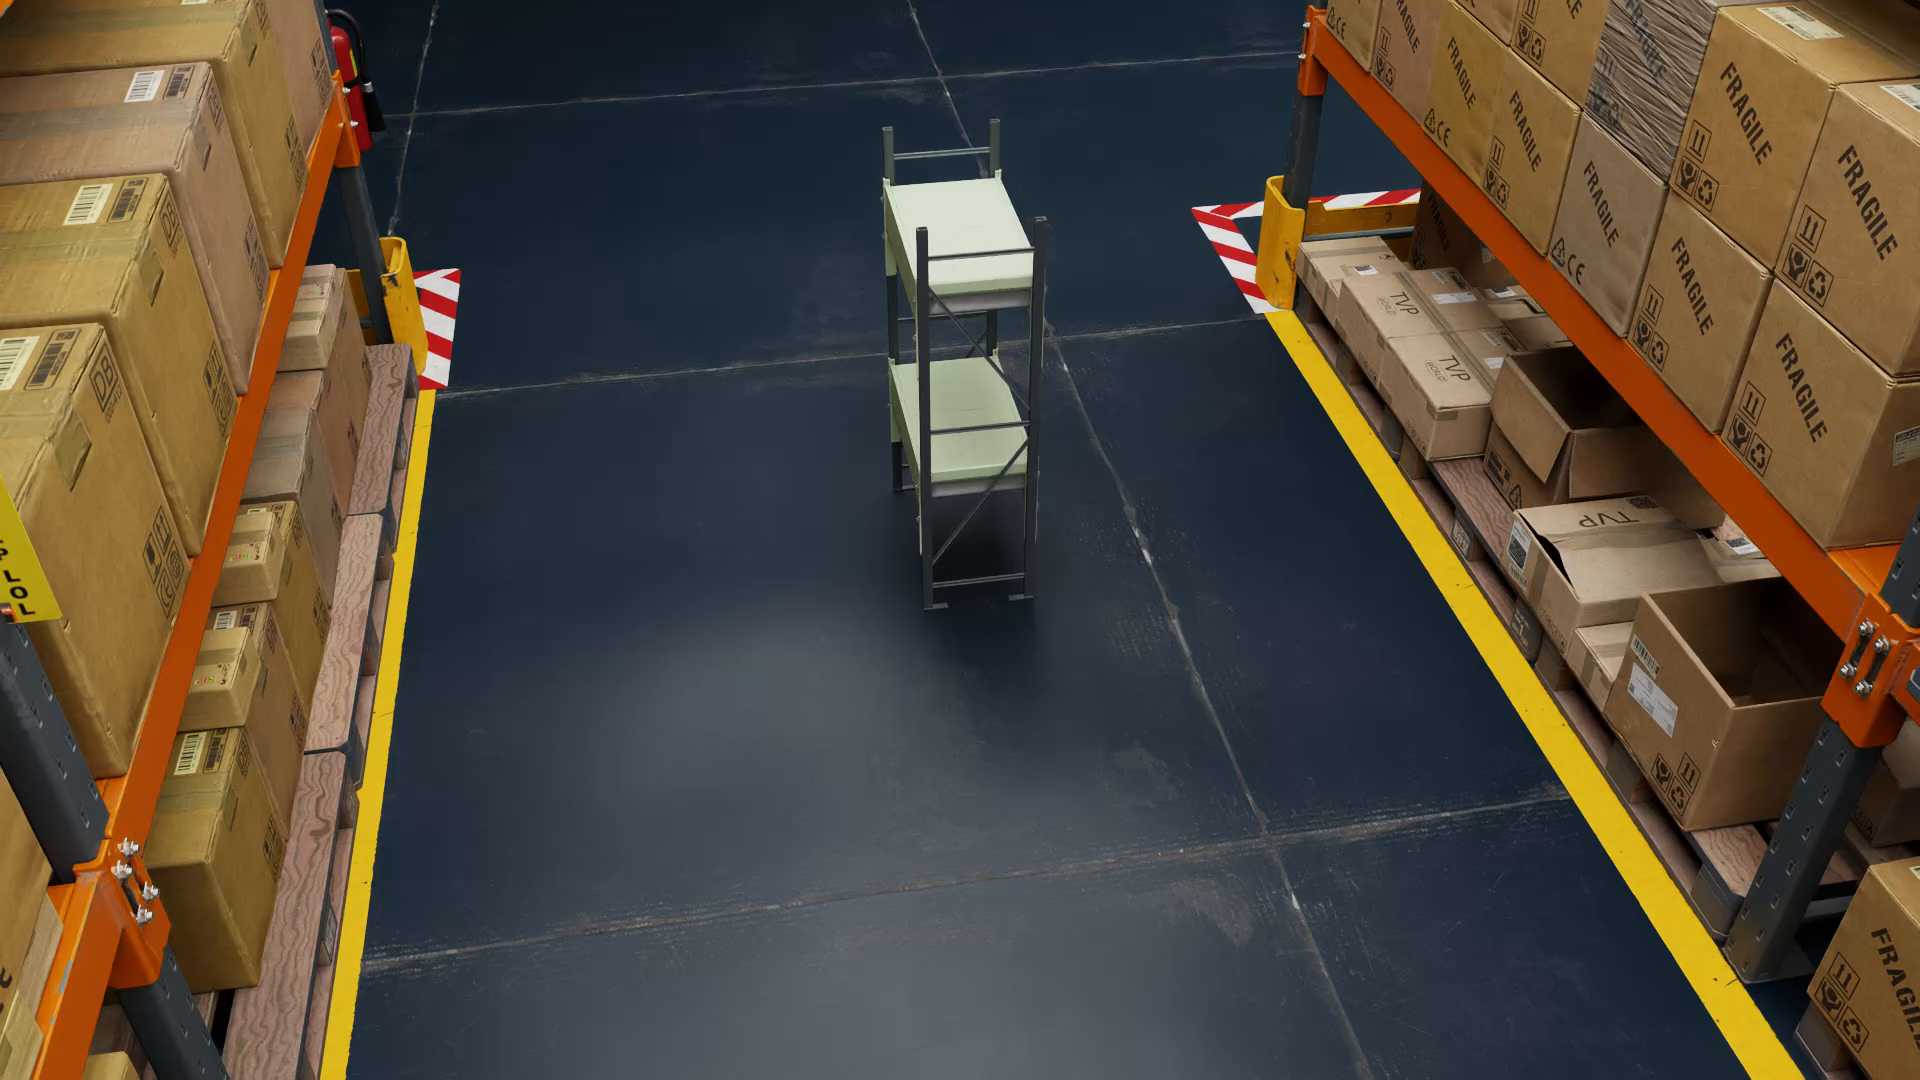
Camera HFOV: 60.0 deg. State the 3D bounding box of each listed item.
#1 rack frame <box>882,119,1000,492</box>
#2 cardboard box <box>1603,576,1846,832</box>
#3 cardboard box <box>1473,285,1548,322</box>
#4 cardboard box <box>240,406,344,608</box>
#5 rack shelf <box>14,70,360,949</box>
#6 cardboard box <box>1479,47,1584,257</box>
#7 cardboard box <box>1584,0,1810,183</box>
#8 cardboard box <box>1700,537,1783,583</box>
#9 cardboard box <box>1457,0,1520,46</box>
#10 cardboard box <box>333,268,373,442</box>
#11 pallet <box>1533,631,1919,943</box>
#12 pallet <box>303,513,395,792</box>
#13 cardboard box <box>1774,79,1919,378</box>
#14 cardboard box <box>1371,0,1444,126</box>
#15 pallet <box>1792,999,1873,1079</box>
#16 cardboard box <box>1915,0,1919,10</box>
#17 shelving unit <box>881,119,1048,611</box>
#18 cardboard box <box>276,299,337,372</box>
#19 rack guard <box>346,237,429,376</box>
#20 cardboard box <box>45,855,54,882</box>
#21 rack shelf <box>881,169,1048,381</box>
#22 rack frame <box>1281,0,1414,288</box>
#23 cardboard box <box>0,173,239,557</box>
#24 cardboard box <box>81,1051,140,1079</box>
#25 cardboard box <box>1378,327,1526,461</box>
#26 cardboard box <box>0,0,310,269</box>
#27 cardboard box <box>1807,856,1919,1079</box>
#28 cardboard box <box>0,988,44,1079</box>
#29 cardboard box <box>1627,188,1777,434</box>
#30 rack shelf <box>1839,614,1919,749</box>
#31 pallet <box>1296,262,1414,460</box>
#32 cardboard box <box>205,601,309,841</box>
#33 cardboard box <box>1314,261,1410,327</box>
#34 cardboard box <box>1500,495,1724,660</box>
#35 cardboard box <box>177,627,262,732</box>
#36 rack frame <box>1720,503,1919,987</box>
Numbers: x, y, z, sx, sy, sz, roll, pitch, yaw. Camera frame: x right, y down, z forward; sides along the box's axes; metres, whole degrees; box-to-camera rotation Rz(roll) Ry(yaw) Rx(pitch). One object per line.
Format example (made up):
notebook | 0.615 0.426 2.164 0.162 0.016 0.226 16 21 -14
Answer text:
rack frame | -0.063 -0.809 6.069 0.400 1.500 0.023 -6 38 -8
cardboard box | 2.291 0.472 4.876 0.500 0.500 0.500 -6 38 -8
cardboard box | 2.289 -0.942 6.969 0.380 0.166 0.250 -6 38 -8
cardboard box | -2.510 -0.069 5.590 0.700 0.500 0.500 -7 38 -9
rack shelf | -2.557 -0.417 4.928 1.077 0.370 4.000 -6 38 -8
cardboard box | 2.054 -1.270 5.359 0.500 0.500 0.500 -6 38 -7
cardboard box | 2.146 -1.353 4.650 0.500 0.500 0.500 -6 38 -8
cardboard box | 2.648 0.119 5.602 0.380 0.166 0.250 -6 38 -8
cardboard box | 1.969 -1.964 5.437 0.500 0.500 0.500 -6 38 -7
cardboard box | -2.687 -0.675 6.370 0.700 0.500 0.500 -6 38 -8
pallet | 2.550 0.659 5.230 1.003 0.211 1.213 -6 38 -8
pallet | -2.480 0.402 5.560 1.003 0.211 1.213 -6 38 -8
cardboard box | 2.326 -0.740 3.861 0.500 0.500 0.500 -6 38 -8
cardboard box | 1.882 -1.876 6.138 0.500 0.500 0.500 -7 38 -8
pallet | 2.850 1.561 4.069 1.003 0.211 1.213 -6 38 -8
cardboard box | 2.773 -1.089 4.310 0.500 0.500 0.500 -7 38 -9
shelving unit | 0.001 -0.588 5.785 0.431 1.500 0.755 -6 38 -8
cardboard box | -2.439 -0.719 5.897 0.380 0.149 0.250 -5 38 -7
rack guard | -2.912 -0.936 7.047 1.175 0.500 0.348 -6 38 -8
cardboard box | -2.407 0.719 4.046 0.380 0.149 0.250 -6 38 -8
rack shelf | 0.001 -0.896 5.545 0.431 0.370 0.720 -6 38 -8
rack frame | 1.969 -2.444 6.951 1.000 3.000 0.127 -6 38 -8
cardboard box | -2.408 -0.382 4.052 0.980 0.700 0.700 -7 38 -9
cardboard box | -1.965 1.569 3.195 0.750 0.750 0.750 -6 38 -7
cardboard box | 1.960 -0.569 6.420 0.500 0.250 0.500 -6 38 -8
cardboard box | -2.670 -1.282 5.211 0.980 0.700 0.700 -7 38 -8
cardboard box | 2.515 1.104 4.063 0.500 0.500 0.500 -8 39 -10
cardboard box | -1.801 0.922 2.806 0.380 0.149 0.250 -6 38 -7
cardboard box | 2.238 -0.653 4.564 0.500 0.500 0.500 -5 38 -7
rack shelf | 3.020 1.464 2.507 1.077 0.370 4.000 -6 38 -8
pallet | 2.123 -0.815 7.127 1.003 0.211 1.213 -6 38 -8
cardboard box | -2.321 0.562 4.777 0.700 0.500 0.500 -7 38 -8
cardboard box | 1.747 -1.058 7.117 0.380 0.166 0.250 -6 38 -8
cardboard box | 2.159 0.094 5.517 0.500 0.311 0.500 -6 38 -8
cardboard box | -2.117 0.383 4.478 0.380 0.149 0.250 -5 38 -6
rack frame | 2.670 -0.028 3.841 1.000 3.000 0.127 -6 38 -8
